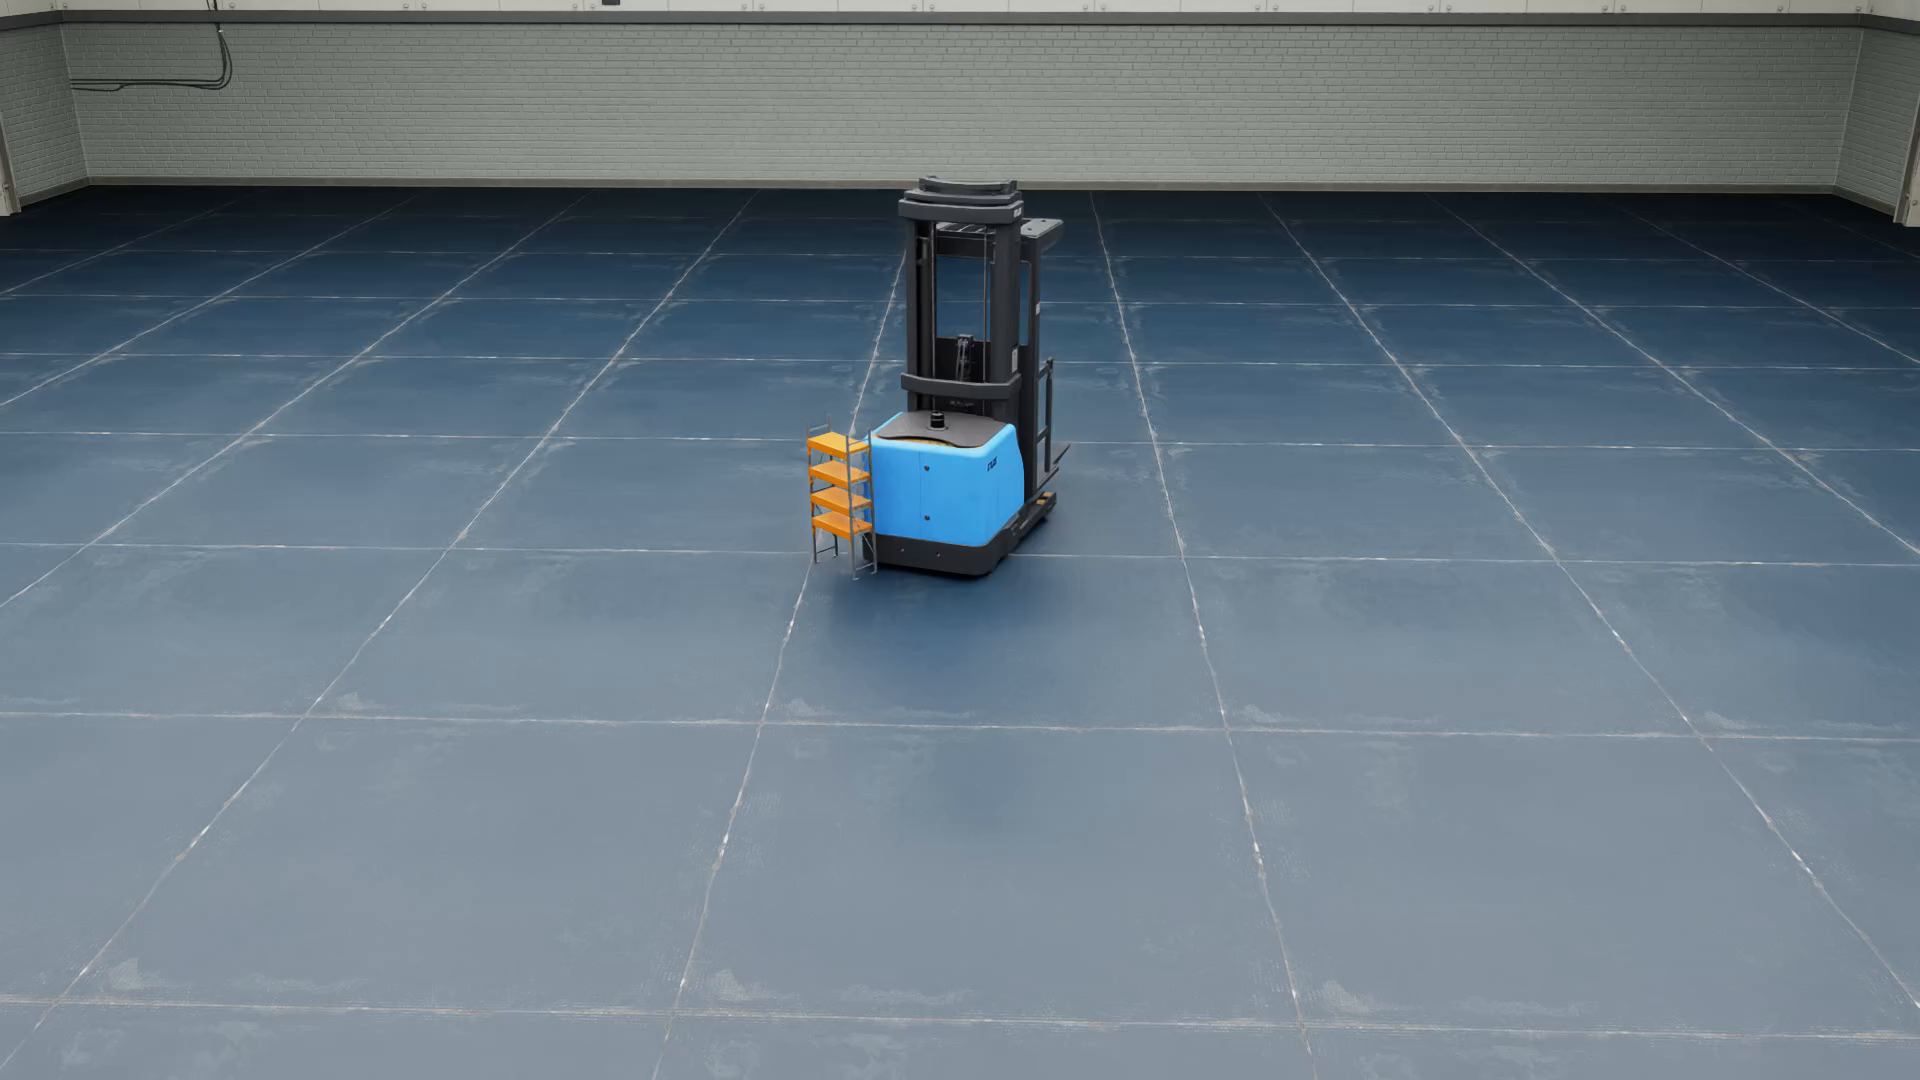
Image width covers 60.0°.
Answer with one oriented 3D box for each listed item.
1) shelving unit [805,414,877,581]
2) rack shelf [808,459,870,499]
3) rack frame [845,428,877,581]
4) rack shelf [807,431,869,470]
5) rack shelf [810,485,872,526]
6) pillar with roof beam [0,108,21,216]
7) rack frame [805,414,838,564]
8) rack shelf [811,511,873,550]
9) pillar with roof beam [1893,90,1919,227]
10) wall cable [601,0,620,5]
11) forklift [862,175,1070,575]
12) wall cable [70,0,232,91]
[{"bbox_3d":[-0.926,-0.334,13.014,0.258,1.200,0.503,-20,29,-39],"label":"shelving unit"},{"bbox_3d":[-0.930,-0.479,12.955,0.258,0.148,0.480,-20,29,-39],"label":"rack shelf"},{"bbox_3d":[-0.760,-0.270,12.848,0.240,1.200,0.015,-20,29,-39],"label":"rack frame"},{"bbox_3d":[-0.935,-0.698,12.865,0.258,0.148,0.480,-20,29,-39],"label":"rack shelf"},{"bbox_3d":[-0.925,-0.272,13.040,0.258,0.148,0.480,-20,29,-39],"label":"rack shelf"},{"bbox_3d":[-11.741,-9.637,26.219,9.100,9.000,0.400,1,21,2],"label":"pillar with roof beam"},{"bbox_3d":[-1.093,-0.399,13.181,0.240,1.200,0.015,-20,29,-39],"label":"rack frame"},{"bbox_3d":[-0.921,-0.088,13.115,0.258,0.148,0.480,-20,29,-39],"label":"rack shelf"},{"bbox_3d":[11.138,-9.385,25.570,9.100,9.000,0.400,1,21,2],"label":"pillar with roof beam"},{"bbox_3d":[-5.145,-12.210,28.150,2.305,6.003,0.169,1,21,2],"label":"wall cable"},{"bbox_3d":[0.201,-1.593,13.877,1.130,2.935,3.031,7,22,18],"label":"forklift"},{"bbox_3d":[-14.633,-9.287,29.611,3.097,2.526,0.112,1,21,2],"label":"wall cable"}]
